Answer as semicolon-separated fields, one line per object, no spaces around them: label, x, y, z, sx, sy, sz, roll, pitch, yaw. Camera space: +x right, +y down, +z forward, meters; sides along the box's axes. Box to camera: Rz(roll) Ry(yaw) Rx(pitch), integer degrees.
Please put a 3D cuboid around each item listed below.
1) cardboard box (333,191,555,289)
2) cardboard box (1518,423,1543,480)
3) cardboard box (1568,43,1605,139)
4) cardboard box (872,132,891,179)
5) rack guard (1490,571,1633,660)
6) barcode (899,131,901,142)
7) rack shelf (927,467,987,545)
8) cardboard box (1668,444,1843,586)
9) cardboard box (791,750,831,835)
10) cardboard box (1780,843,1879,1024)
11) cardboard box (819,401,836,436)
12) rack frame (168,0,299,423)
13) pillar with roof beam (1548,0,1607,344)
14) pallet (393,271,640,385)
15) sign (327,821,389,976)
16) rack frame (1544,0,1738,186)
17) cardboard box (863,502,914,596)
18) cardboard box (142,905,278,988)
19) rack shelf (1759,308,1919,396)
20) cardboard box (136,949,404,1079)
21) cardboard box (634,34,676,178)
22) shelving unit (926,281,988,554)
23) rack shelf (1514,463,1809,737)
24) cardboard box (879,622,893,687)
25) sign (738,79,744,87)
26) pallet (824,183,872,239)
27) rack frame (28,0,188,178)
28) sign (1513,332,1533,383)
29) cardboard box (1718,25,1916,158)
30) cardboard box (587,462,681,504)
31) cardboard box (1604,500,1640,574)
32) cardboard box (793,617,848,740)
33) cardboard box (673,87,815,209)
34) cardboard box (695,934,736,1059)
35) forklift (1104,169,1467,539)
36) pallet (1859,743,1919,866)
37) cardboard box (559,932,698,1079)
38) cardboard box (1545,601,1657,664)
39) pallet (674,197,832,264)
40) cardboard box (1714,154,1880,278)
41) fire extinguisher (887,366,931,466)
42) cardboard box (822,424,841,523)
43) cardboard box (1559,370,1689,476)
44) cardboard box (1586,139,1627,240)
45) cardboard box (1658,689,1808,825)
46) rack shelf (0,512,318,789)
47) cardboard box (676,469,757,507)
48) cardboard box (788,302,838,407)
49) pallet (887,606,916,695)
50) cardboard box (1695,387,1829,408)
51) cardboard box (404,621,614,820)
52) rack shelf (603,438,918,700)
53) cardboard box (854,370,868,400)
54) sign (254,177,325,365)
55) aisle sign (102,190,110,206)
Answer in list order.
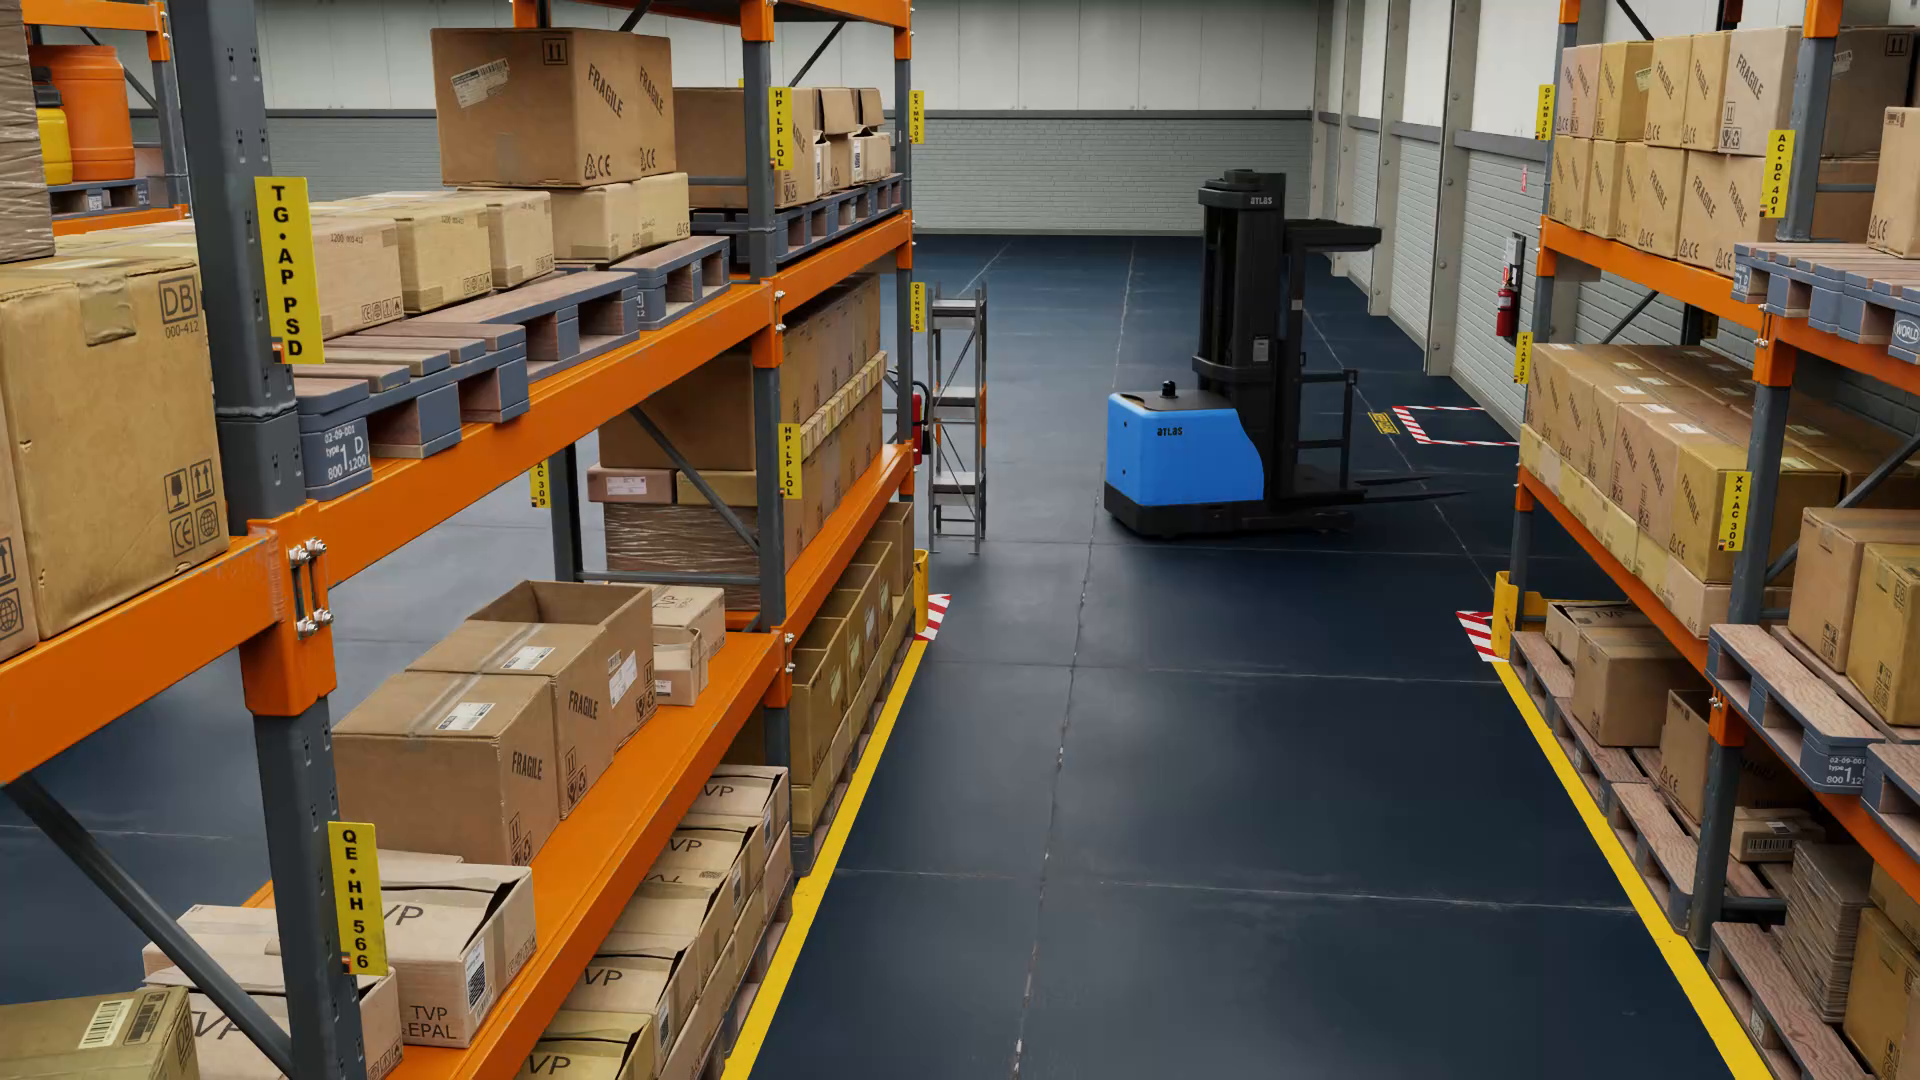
cardboard box;-1.544;-0.912;5.023;0.500;0.250;0.500;0;15;2
cardboard box;3.736;-0.540;10.161;0.500;0.250;0.500;1;15;5
cardboard box;3.715;-2.487;9.221;0.500;0.500;0.500;2;15;6
cardboard box;-0.684;-2.204;9.535;0.500;0.250;0.500;2;15;6
rack guard;4.098;0.507;10.831;1.175;0.500;0.348;2;15;6
barcode;-0.371;-2.500;10.304;0.001;0.075;0.075;2;15;6
rack shelf;-0.019;-0.282;13.415;0.431;0.518;0.480;2;15;6
cardboard box;3.401;-0.113;7.147;0.500;0.500;0.500;2;15;6
cardboard box;-0.914;1.186;7.993;0.500;0.250;0.500;2;15;6
cardboard box;3.589;1.503;6.302;0.700;0.500;0.500;2;15;8
cardboard box;-0.873;-0.655;8.902;0.380;0.149;0.250;2;15;6
rack frame;-1.719;-1.686;2.657;1.000;3.000;0.127;2;15;6
pillar with roof beam;1.286;-5.092;15.253;9.100;9.000;0.400;2;15;6
pallet;-1.608;-0.616;4.807;1.003;0.211;1.213;2;15;9
sign;-1.178;0.703;3.249;0.100;0.325;0.005;2;15;6
rack frame;4.106;-3.616;9.795;1.000;3.000;0.127;2;15;6
cardboard box;-0.581;0.046;10.773;0.500;0.500;0.500;2;15;6
cardboard box;-1.892;1.090;4.366;0.380;0.149;0.250;2;15;6
rack shelf;3.429;-0.264;4.525;1.077;0.370;4.000;2;15;6
cardboard box;-1.634;1.160;3.796;0.500;0.311;0.500;3;15;10
cardboard box;-1.376;-1.609;6.165;0.500;0.500;0.500;2;15;7
shelving unit;-0.019;-0.971;13.229;0.431;2.100;0.503;2;15;6
rack shelf;3.881;0.146;8.753;1.077;0.370;4.000;2;15;6
cardboard box;-0.682;0.667;9.910;0.500;0.250;0.500;2;15;6
sign;-1.367;-2.791;10.664;0.100;0.325;0.005;2;15;6
pallet;-1.057;-1.770;8.885;1.003;0.211;1.213;2;15;6
rack frame;-5.737;-3.908;10.874;1.000;3.000;0.127;2;15;6
sign;3.567;-1.154;10.524;0.100;0.325;0.005;2;15;6
cardboard box;3.442;-1.809;6.713;0.500;0.500;0.500;0;15;1
cardboard box;-1.450;-0.266;7.463;0.380;0.149;0.250;2;15;6
cardboard box;3.513;-0.011;8.206;0.500;0.250;0.500;2;15;6
cardboard box;-0.855;0.694;8.374;0.500;0.500;0.500;2;15;6
cardboard box;-0.949;-1.717;7.254;0.500;0.500;0.500;3;15;11
cardboard box;-1.142;1.677;6.176;0.500;0.250;0.500;2;15;8
forklift;2.822;-1.605;13.981;3.031;2.935;1.130;-3;16;-13
pallet;3.386;0.933;4.832;1.003;0.211;1.213;2;15;6
cardboard box;-1.200;1.535;5.628;0.500;0.311;0.500;2;15;6
cardboard box;3.939;0.543;10.217;0.500;0.311;0.500;0;15;0
pallet;-1.197;-1.455;7.718;1.003;0.211;1.213;2;15;6
cardboard box;3.467;-1.327;6.847;0.500;0.500;0.500;2;15;8
fire extinguisher;-0.341;-0.844;11.186;0.296;0.674;0.183;2;15;6
cardboard box;-1.053;-0.391;9.169;0.700;0.500;0.500;2;15;8
cardboard box;3.624;-0.642;9.104;0.500;0.500;0.500;1;15;4
cardboard box;3.670;-1.873;8.867;0.500;0.500;0.500;2;15;9
cardboard box;3.732;1.042;8.010;0.500;0.500;0.500;1;15;2
rack shelf;-1.944;0.628;1.224;1.077;0.370;4.000;2;15;6
cardboard box;-1.045;-0.253;7.416;0.380;0.149;0.250;2;15;6
cardboard box;-1.054;-1.008;8.965;0.700;0.500;0.500;2;15;6
pallet;-0.861;0.681;10.739;1.003;0.211;1.213;2;15;6
cardboard box;4.087;-0.495;8.560;0.500;0.500;0.500;2;15;7
cardboard box;-1.486;0.590;5.543;0.500;0.500;0.500;2;15;6
rack shelf;-1.042;0.001;9.289;1.077;0.370;4.000;2;15;6
cardboard box;-0.757;-0.922;9.891;0.380;0.149;0.250;2;15;7
sign;-1.180;-0.471;2.920;0.100;0.325;0.005;2;15;6
aisle sign;-6.020;-2.294;11.418;0.394;0.787;0.004;2;15;6
